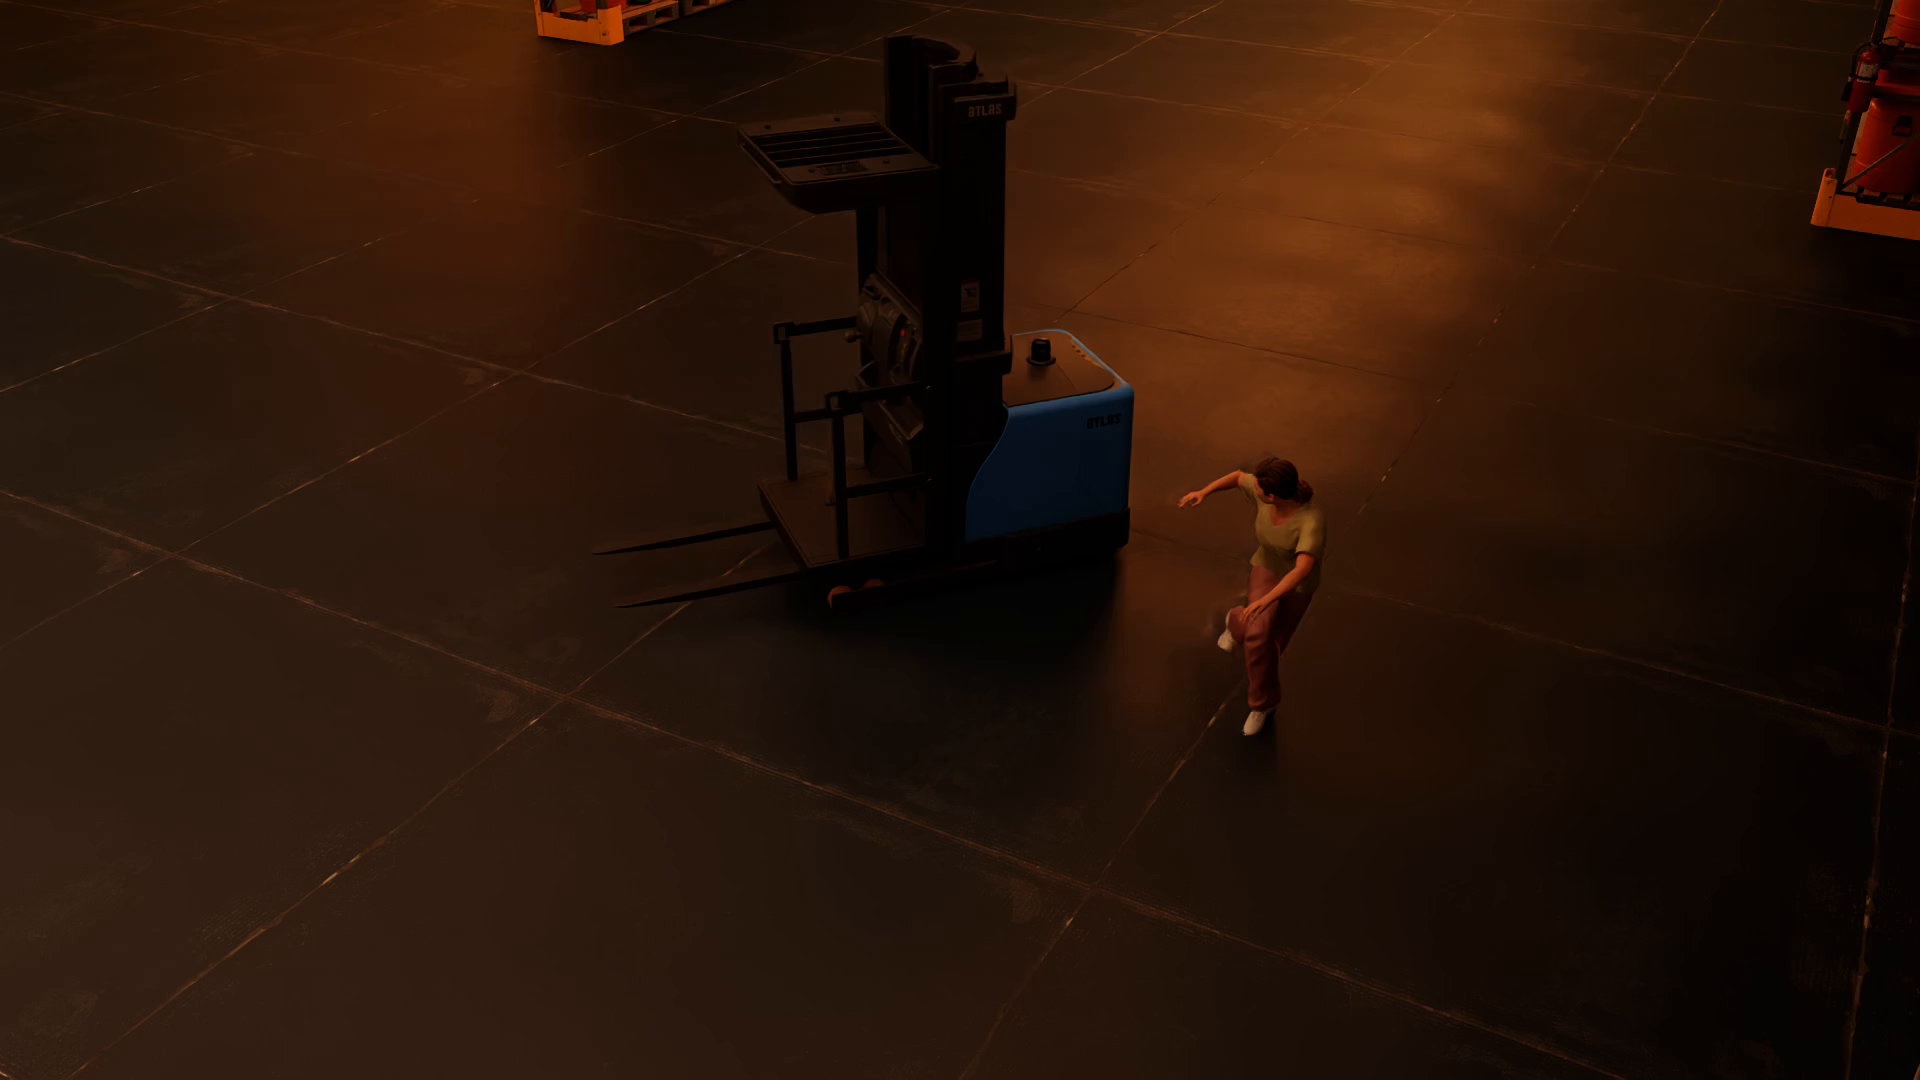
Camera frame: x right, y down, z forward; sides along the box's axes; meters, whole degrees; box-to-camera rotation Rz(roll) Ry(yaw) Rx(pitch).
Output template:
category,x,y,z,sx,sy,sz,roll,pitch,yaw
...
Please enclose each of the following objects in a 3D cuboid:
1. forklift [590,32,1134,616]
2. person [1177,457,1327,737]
category,x,y,z,sx,sy,sz,roll,pitch,yaw
forklift,-0.575,-1.147,9.058,3.031,2.935,1.130,-11,32,-18
person,1.400,0.221,8.228,0.763,1.434,1.063,14,33,22
